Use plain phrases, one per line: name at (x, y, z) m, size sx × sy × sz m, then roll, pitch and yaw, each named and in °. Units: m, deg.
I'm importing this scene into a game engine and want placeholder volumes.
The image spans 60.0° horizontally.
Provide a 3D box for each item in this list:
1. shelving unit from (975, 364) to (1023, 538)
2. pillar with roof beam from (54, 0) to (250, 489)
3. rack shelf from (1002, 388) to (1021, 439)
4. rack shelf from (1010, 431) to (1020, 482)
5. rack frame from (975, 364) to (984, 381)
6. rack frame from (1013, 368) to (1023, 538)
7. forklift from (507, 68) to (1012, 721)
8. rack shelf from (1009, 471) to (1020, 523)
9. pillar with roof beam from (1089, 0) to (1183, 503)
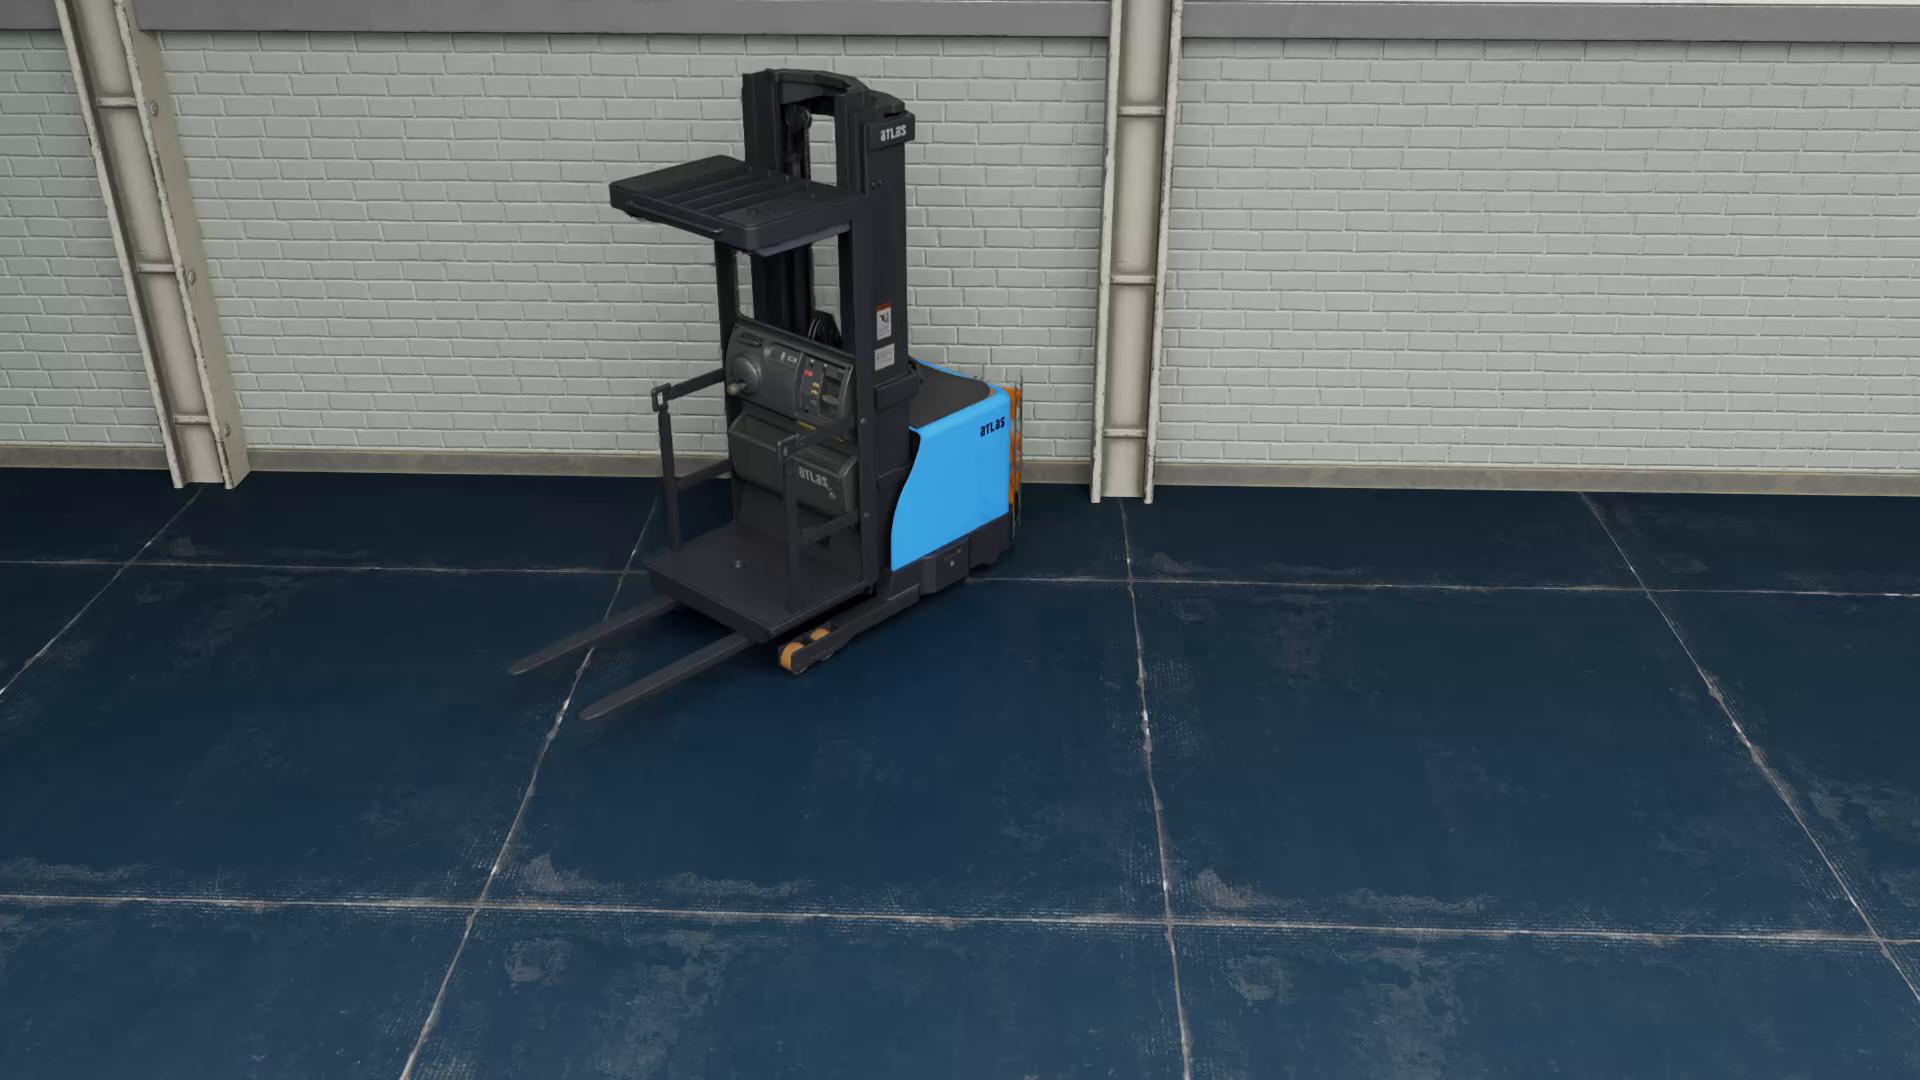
shelving unit at (0.234, -0.534, 10.137) m, size 0.252 × 1.050 × 0.215 m, roll 6°, pitch 29°, yaw 12°
pillar with roof beam at (-5.101, -2.372, 5.116) m, size 0.400 × 9.000 × 9.100 m, roll 1°, pitch 28°, yaw 2°
rack shelf at (0.234, -0.776, 10.009) m, size 0.240 × 0.259 × 0.215 m, roll 6°, pitch 29°, yaw 12°
rack shelf at (0.234, -0.525, 10.142) m, size 0.240 × 0.259 × 0.215 m, roll 6°, pitch 29°, yaw 12°
rack frame at (0.115, -0.547, 10.162) m, size 0.008 × 1.050 × 0.200 m, roll 6°, pitch 29°, yaw 12°
rack frame at (0.353, -0.521, 10.112) m, size 0.008 × 1.050 × 0.200 m, roll 6°, pitch 29°, yaw 12°
forklift at (-1.055, -0.849, 8.722) m, size 1.130 × 2.935 × 3.031 m, roll 23°, pitch 36°, yaw 36°
rack shelf at (0.234, -0.279, 10.272) m, size 0.240 × 0.259 × 0.215 m, roll 6°, pitch 29°, yaw 12°
pillar with roof beam at (0.895, -2.272, 4.929) m, size 0.400 × 9.000 × 9.100 m, roll 1°, pitch 28°, yaw 2°
